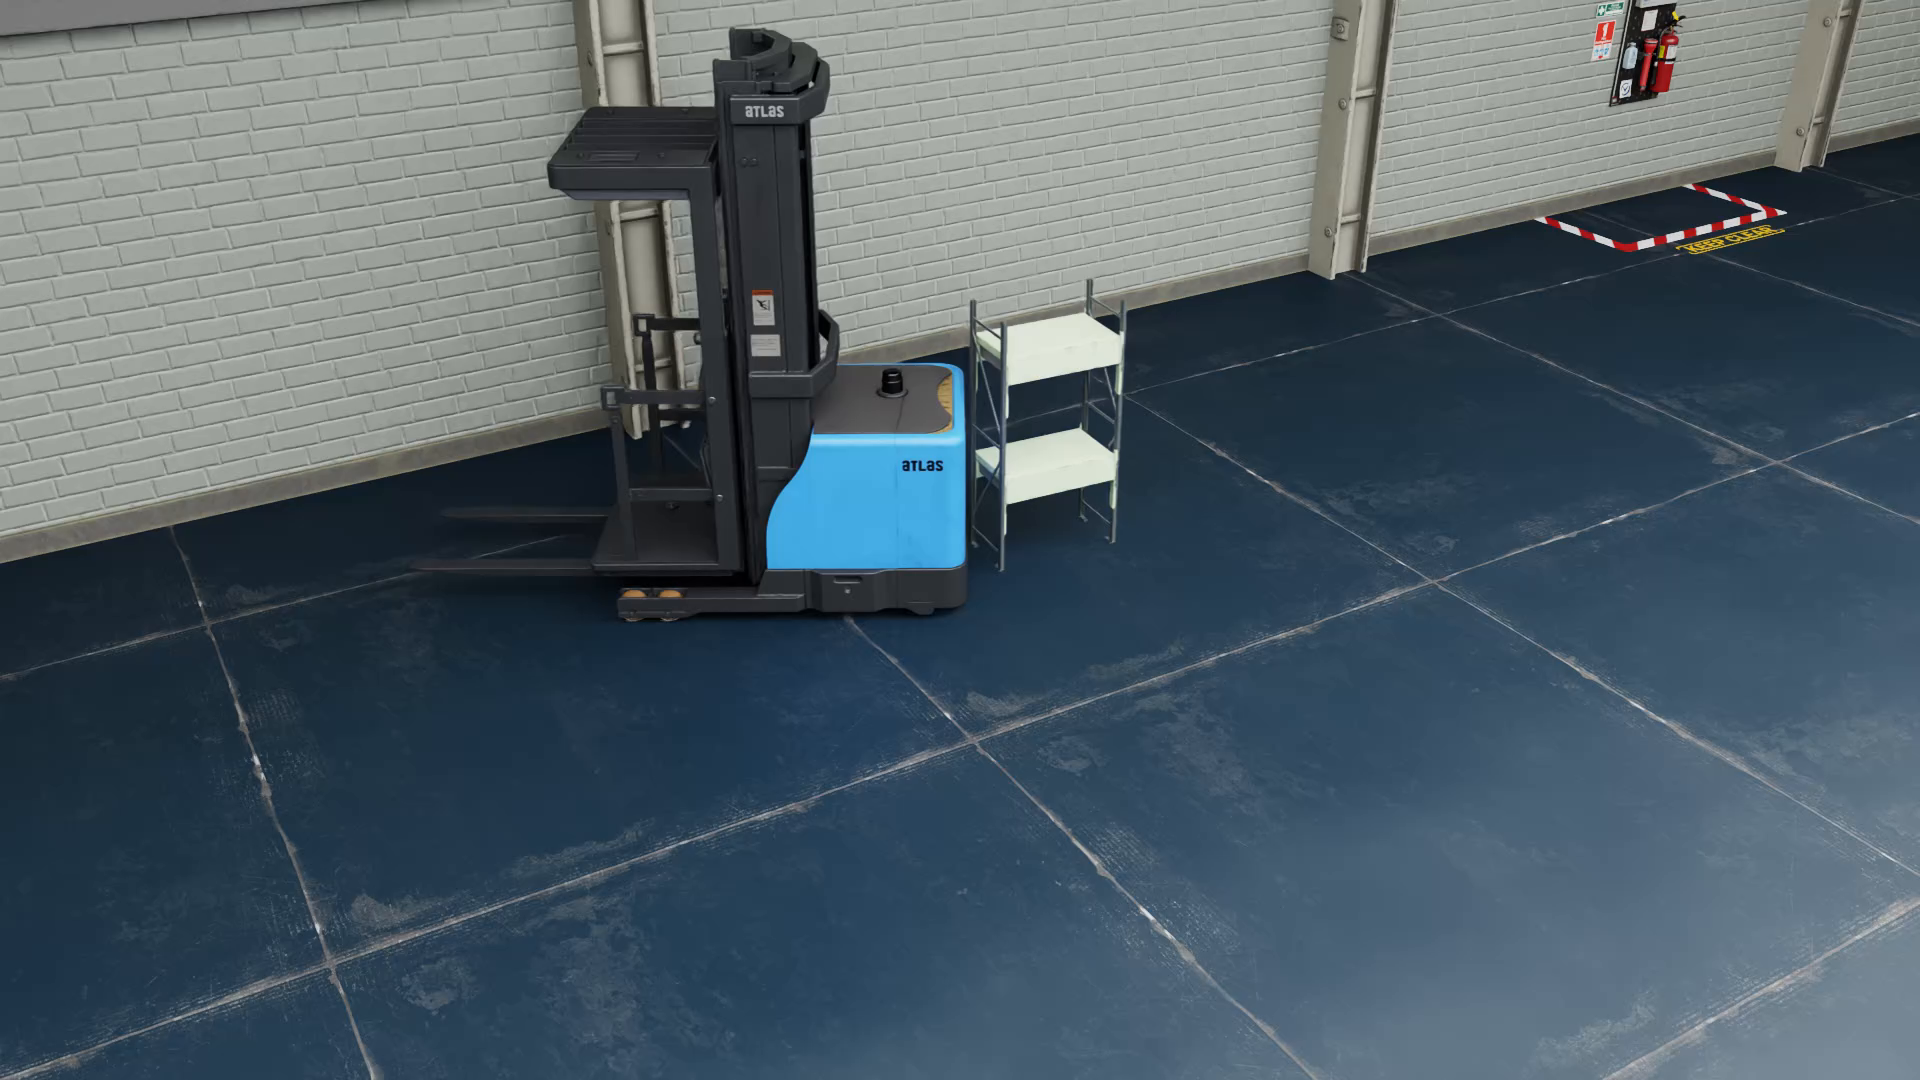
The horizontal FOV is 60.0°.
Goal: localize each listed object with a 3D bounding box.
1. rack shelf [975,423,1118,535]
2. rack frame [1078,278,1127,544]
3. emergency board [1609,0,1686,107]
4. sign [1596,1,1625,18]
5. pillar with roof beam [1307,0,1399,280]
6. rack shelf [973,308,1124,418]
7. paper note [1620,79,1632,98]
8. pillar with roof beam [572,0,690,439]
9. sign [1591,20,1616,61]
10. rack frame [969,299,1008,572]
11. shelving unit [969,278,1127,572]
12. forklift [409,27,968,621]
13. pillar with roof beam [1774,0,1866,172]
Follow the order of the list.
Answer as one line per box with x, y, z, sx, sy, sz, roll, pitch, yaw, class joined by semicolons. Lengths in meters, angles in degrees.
0.479;-0.356;9.518;0.720;0.370;0.431;-13;32;-23;rack shelf
0.807;-0.720;9.503;0.023;1.500;0.400;-13;32;-23;rack frame
6.143;-4.436;14.683;0.643;1.169;0.194;-16;33;-26;emergency board
5.623;-4.588;14.374;0.331;0.109;0.001;-16;33;-26;sign
5.301;-4.389;8.390;0.400;9.000;9.100;-16;33;-26;pillar with roof beam
0.479;-0.983;9.172;0.720;0.370;0.431;-13;32;-23;rack shelf
5.956;-4.035;14.869;0.142;0.148;0.016;-16;33;-26;paper note
0.128;-2.920;5.728;0.400;9.000;9.100;-16;33;-26;pillar with roof beam
5.614;-4.359;14.507;0.234;0.329;0.001;-16;33;-26;sign
0.152;-0.563;9.218;0.023;1.500;0.400;-13;32;-23;rack frame
0.479;-0.642;9.361;0.755;1.500;0.431;-13;32;-23;shelving unit
-1.478;-1.102;8.714;3.031;2.935;1.130;0;29;0;forklift
10.474;-5.858;11.051;0.400;9.000;9.100;-16;33;-26;pillar with roof beam
